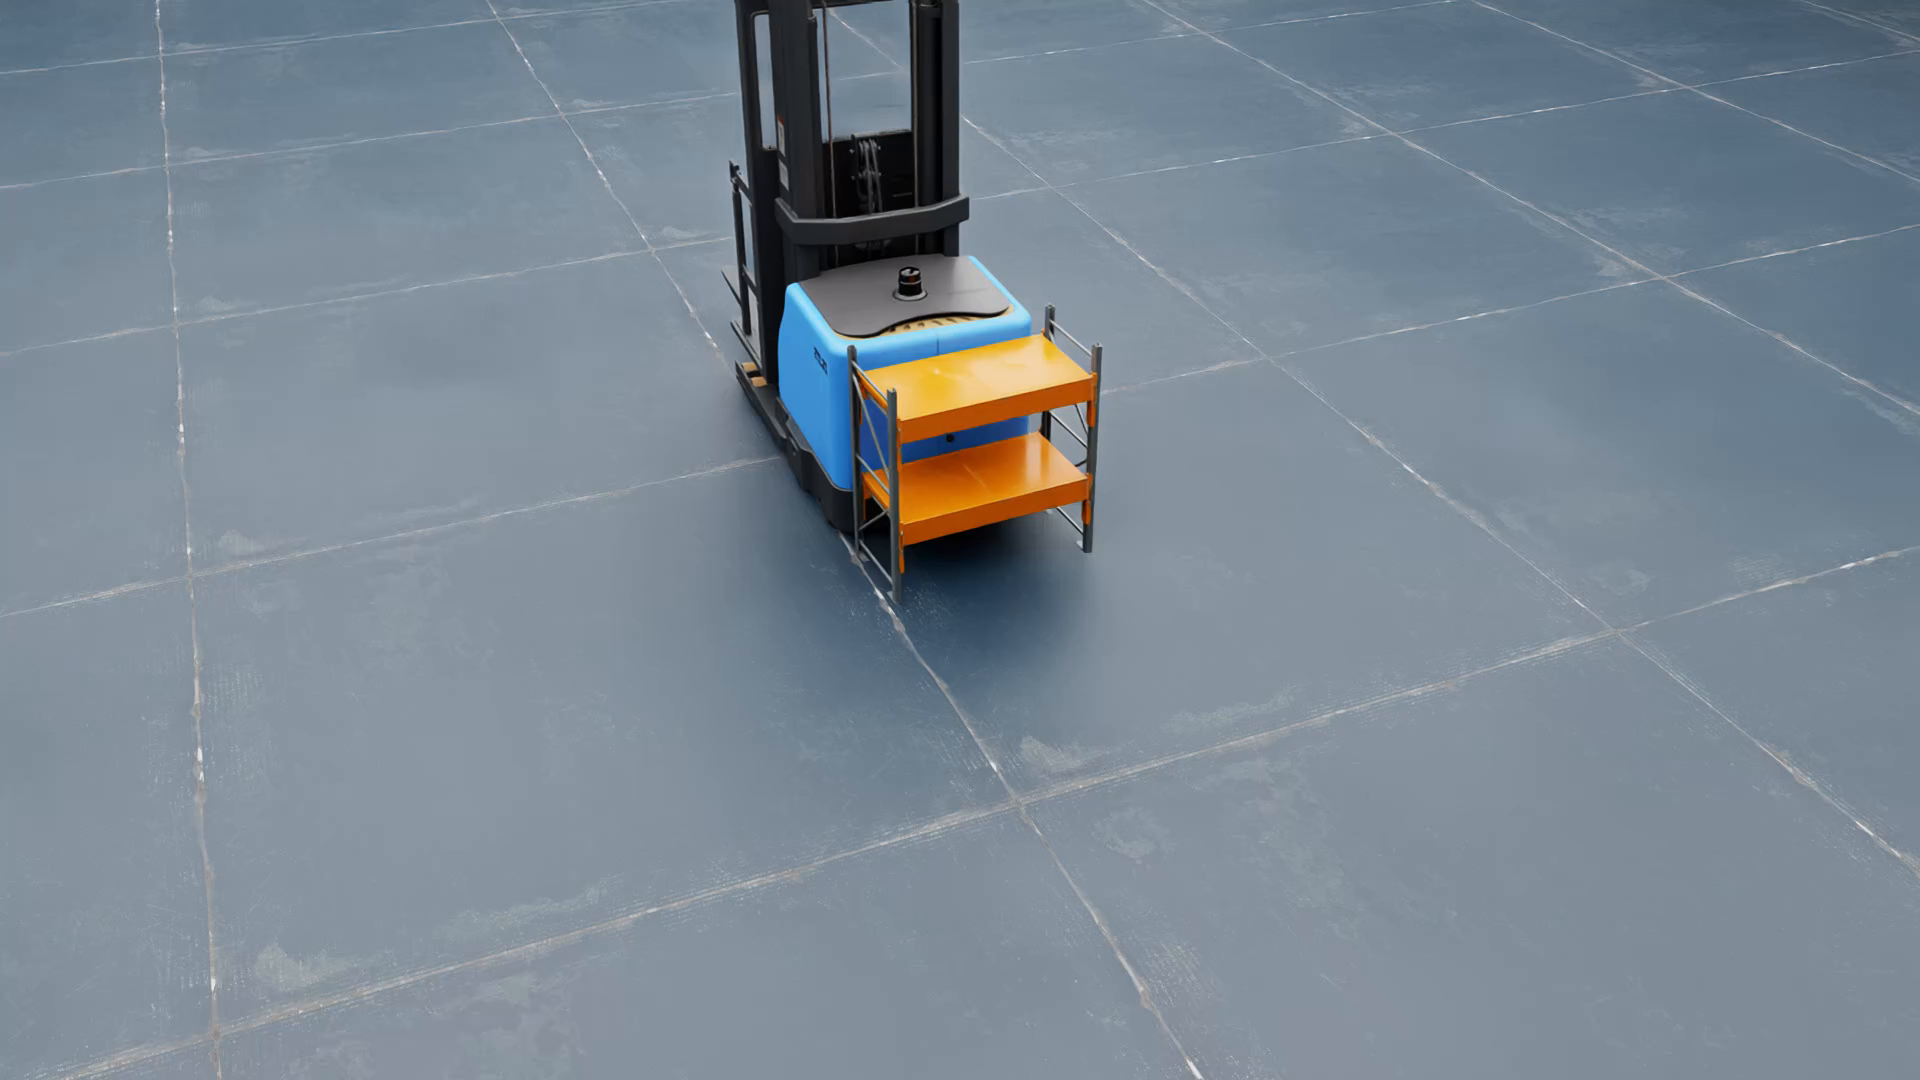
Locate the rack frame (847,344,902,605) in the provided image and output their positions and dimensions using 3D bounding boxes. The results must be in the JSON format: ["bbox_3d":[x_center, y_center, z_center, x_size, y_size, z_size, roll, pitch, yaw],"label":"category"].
[{"bbox_3d":[-0.393,-0.292,7.667,0.032,1.125,0.500,-15,36,-21],"label":"rack frame"}]

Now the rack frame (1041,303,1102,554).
[{"bbox_3d":[0.526,-0.529,8.032,0.032,1.125,0.500,-15,36,-21],"label":"rack frame"}]

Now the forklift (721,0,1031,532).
[{"bbox_3d":[-0.644,-2.061,8.729,1.130,2.935,3.031,-12,35,-18],"label":"forklift"}]

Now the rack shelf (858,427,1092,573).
[{"bbox_3d":[0.067,-0.206,7.983,1.000,0.278,0.538,-15,36,-21],"label":"rack shelf"}]

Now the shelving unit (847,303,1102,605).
[{"bbox_3d":[0.067,-0.411,7.850,1.048,1.125,0.538,-15,36,-21],"label":"shelving unit"}]

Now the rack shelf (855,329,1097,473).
[{"bbox_3d":[0.067,-0.656,7.690,1.000,0.278,0.538,-15,36,-21],"label":"rack shelf"}]
